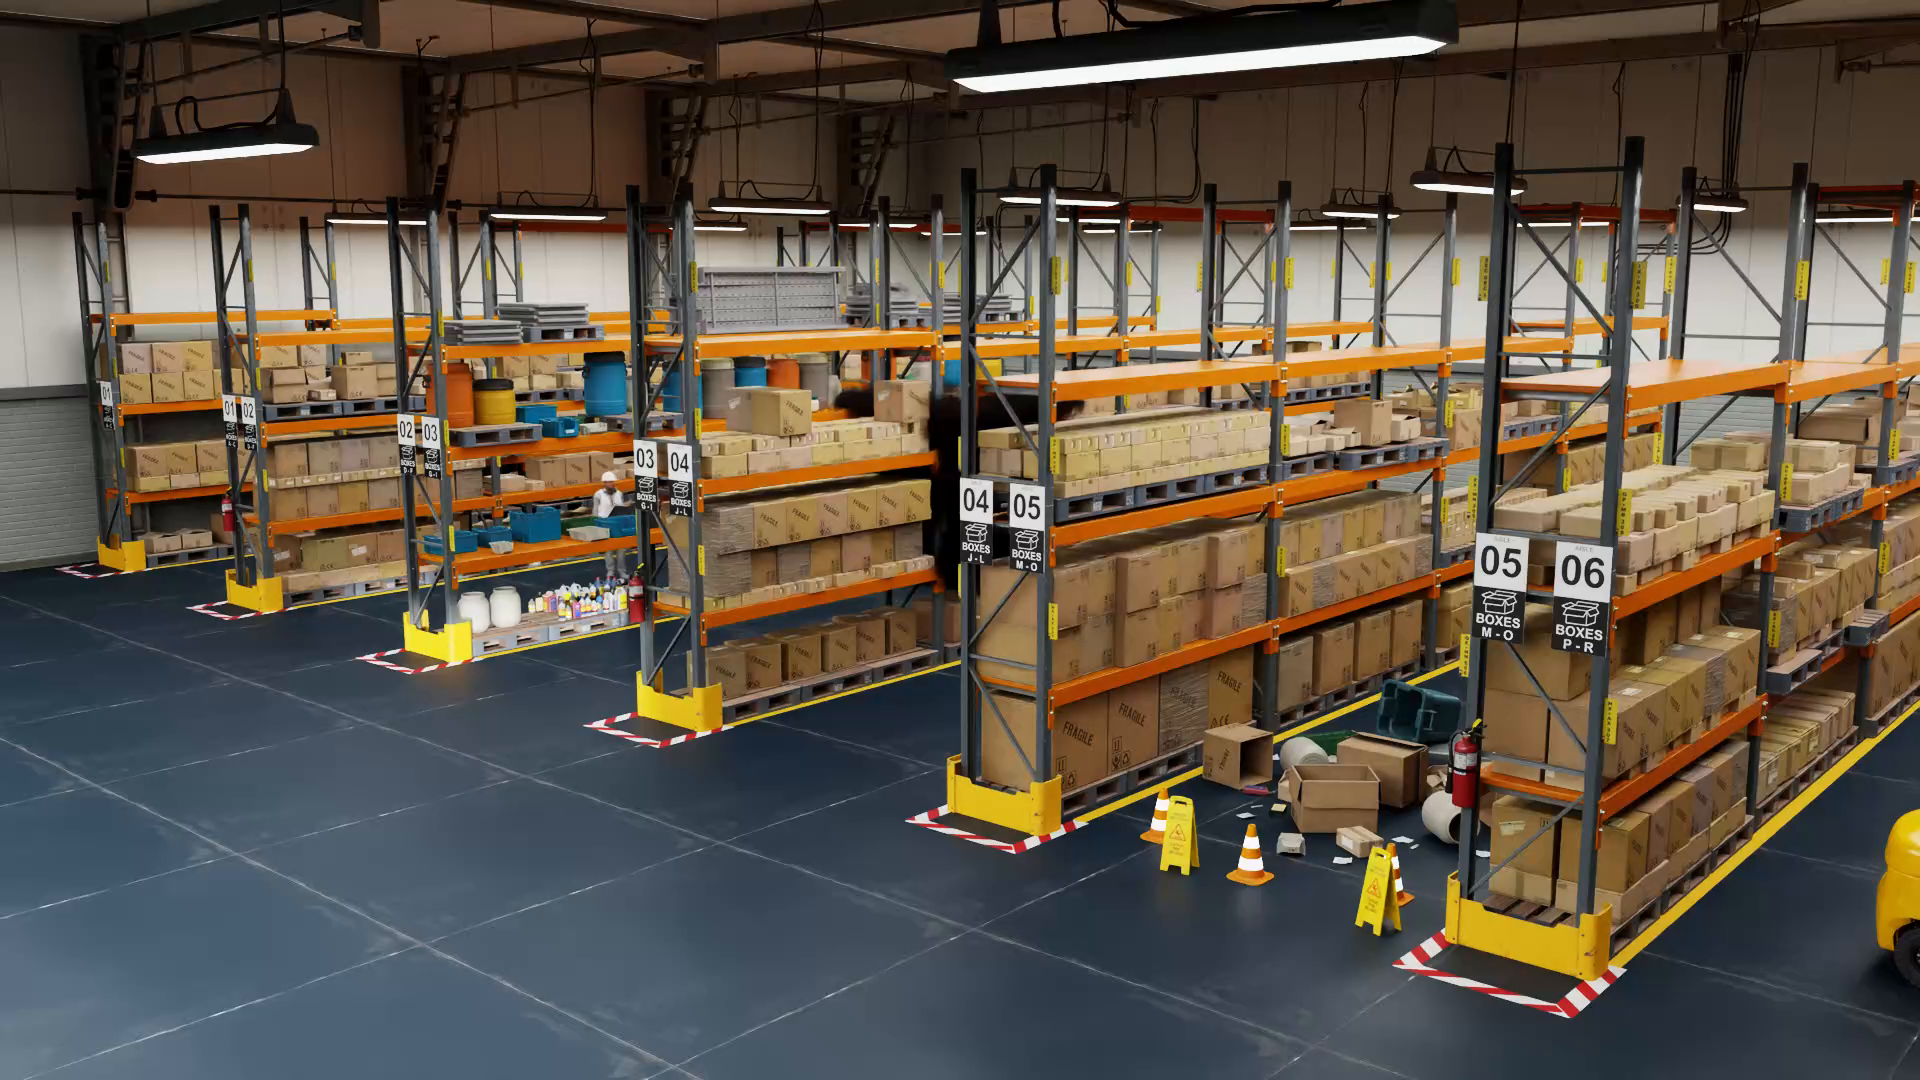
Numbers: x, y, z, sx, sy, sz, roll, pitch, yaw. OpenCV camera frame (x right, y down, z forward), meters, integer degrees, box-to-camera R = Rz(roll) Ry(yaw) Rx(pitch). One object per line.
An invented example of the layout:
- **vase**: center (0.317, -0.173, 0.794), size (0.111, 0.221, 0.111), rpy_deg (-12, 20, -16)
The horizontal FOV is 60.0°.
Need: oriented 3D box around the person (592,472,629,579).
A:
- **person**: center (-5.767, -0.243, 27.406), size (0.566, 1.771, 0.631), rpy_deg (-1, 10, -9)
